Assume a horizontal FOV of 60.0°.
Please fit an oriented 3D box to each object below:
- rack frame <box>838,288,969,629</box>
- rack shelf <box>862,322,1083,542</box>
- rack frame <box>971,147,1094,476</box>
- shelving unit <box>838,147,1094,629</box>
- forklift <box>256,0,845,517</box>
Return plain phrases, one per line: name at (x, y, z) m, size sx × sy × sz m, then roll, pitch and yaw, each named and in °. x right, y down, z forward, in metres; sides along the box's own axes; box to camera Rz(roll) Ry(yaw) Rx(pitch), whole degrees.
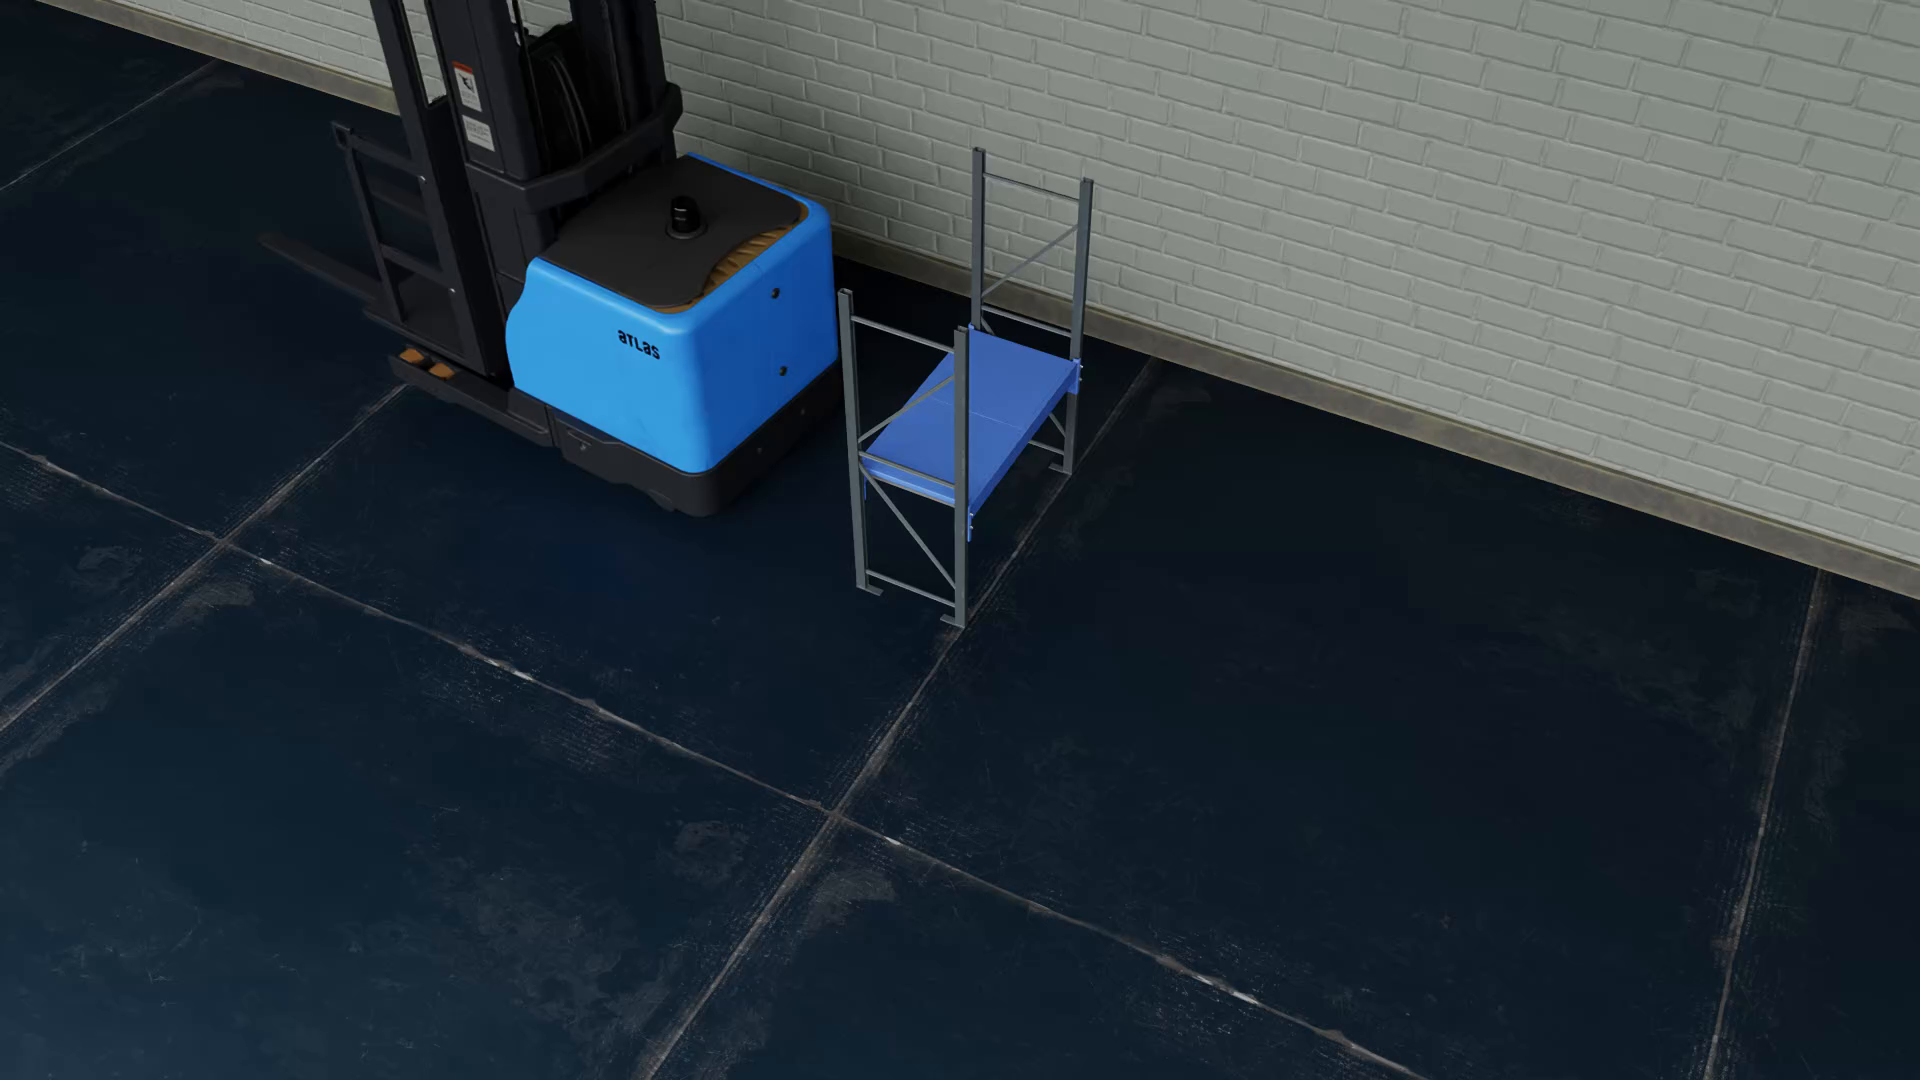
rack frame at (-0.196, -0.261, 6.233) m, size 0.500 × 1.500 × 0.032 m, roll 20°, pitch 49°, yaw 19°
rack shelf at (0.040, -0.455, 6.678) m, size 0.538 × 0.185 × 1.000 m, roll 20°, pitch 49°, yaw 19°
rack frame at (0.276, -0.901, 6.866) m, size 0.500 × 1.500 × 0.032 m, roll 20°, pitch 49°, yaw 19°
shelving unit at (0.040, -0.581, 6.550) m, size 0.538 × 1.500 × 1.048 m, roll 20°, pitch 49°, yaw 19°
forklift at (-2.029, -1.960, 6.907) m, size 3.031 × 2.935 × 1.130 m, roll 26°, pitch 51°, yaw 23°
